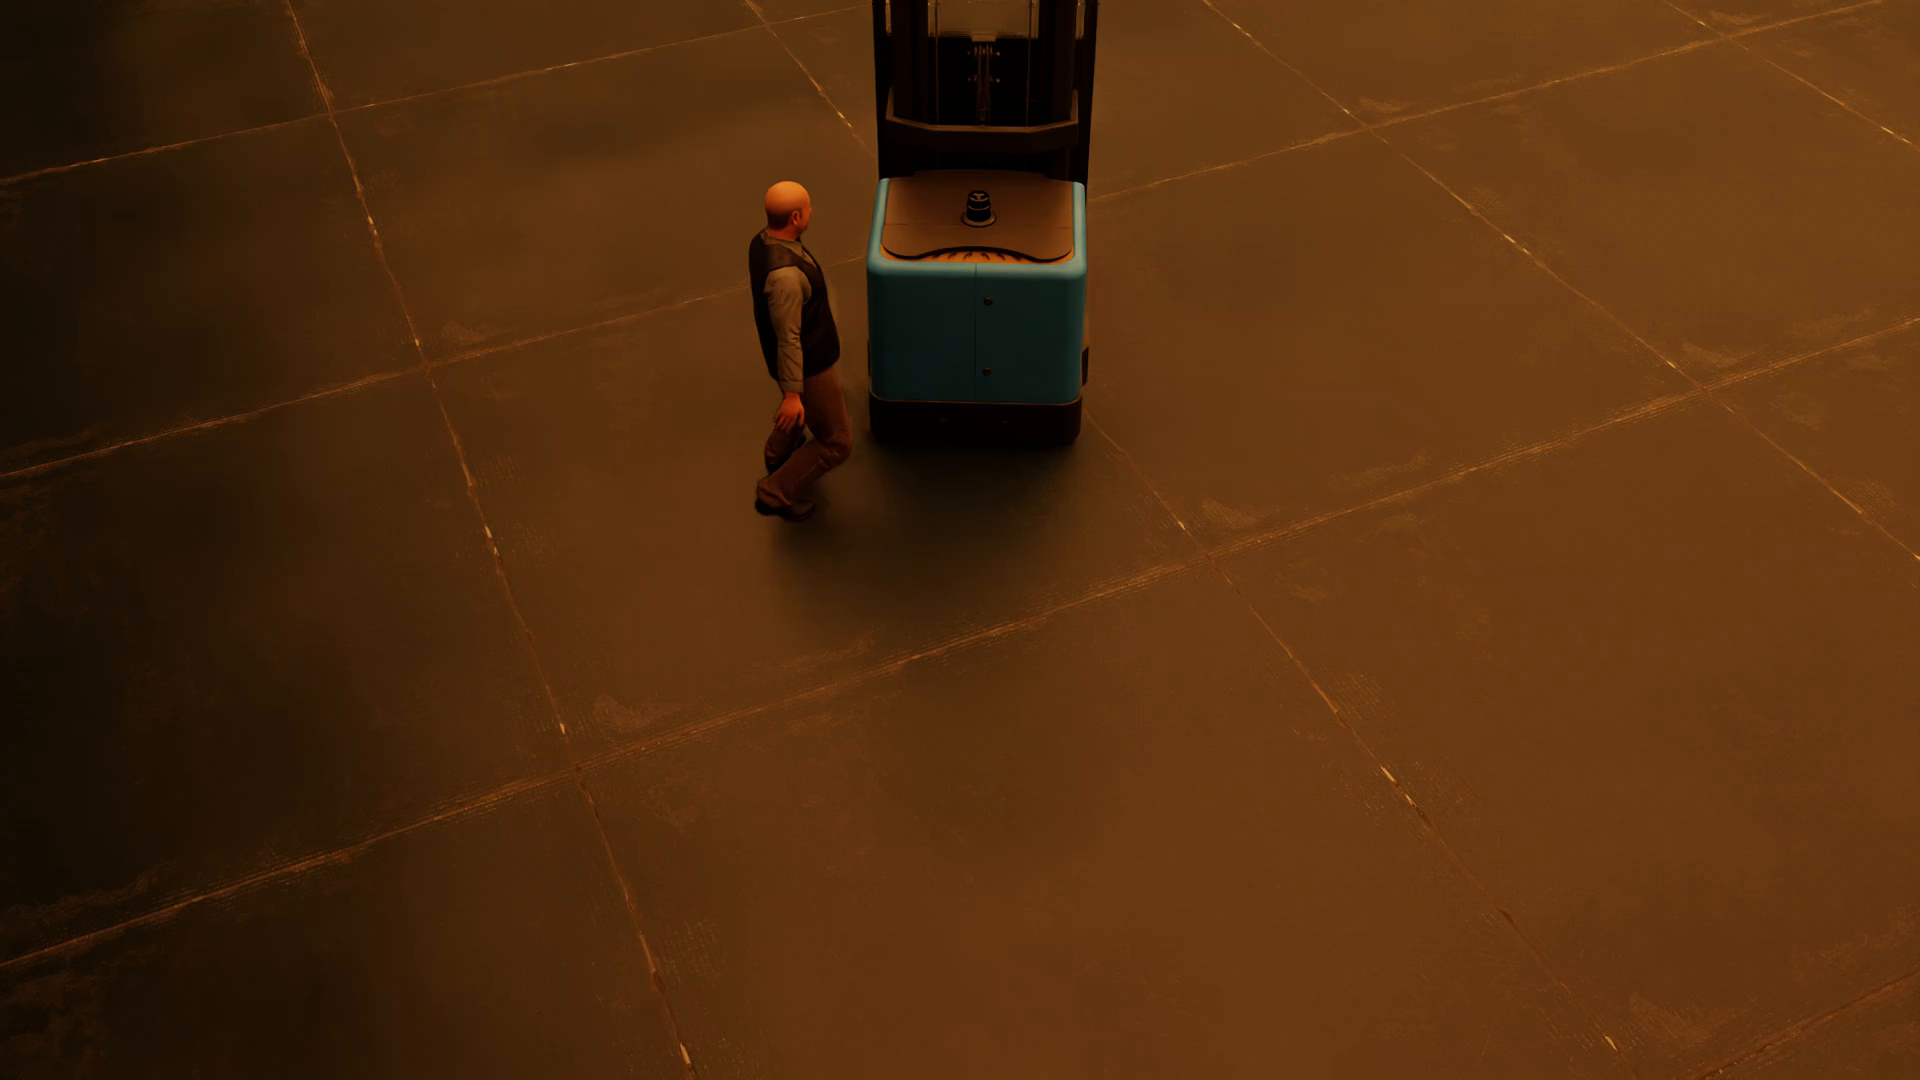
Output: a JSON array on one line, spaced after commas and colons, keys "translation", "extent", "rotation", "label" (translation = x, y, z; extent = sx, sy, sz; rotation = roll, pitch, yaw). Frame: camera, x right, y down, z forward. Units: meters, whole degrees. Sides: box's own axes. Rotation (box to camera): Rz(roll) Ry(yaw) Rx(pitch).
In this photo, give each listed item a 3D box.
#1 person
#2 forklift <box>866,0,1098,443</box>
[{"translation": [-0.764, -0.823, 7.517], "extent": [0.482, 1.641, 0.871], "rotation": [-8, 44, -8], "label": "person"}, {"translation": [0.132, -2.541, 8.403], "extent": [1.130, 2.935, 3.031], "rotation": [2, 43, 2], "label": "forklift"}]
